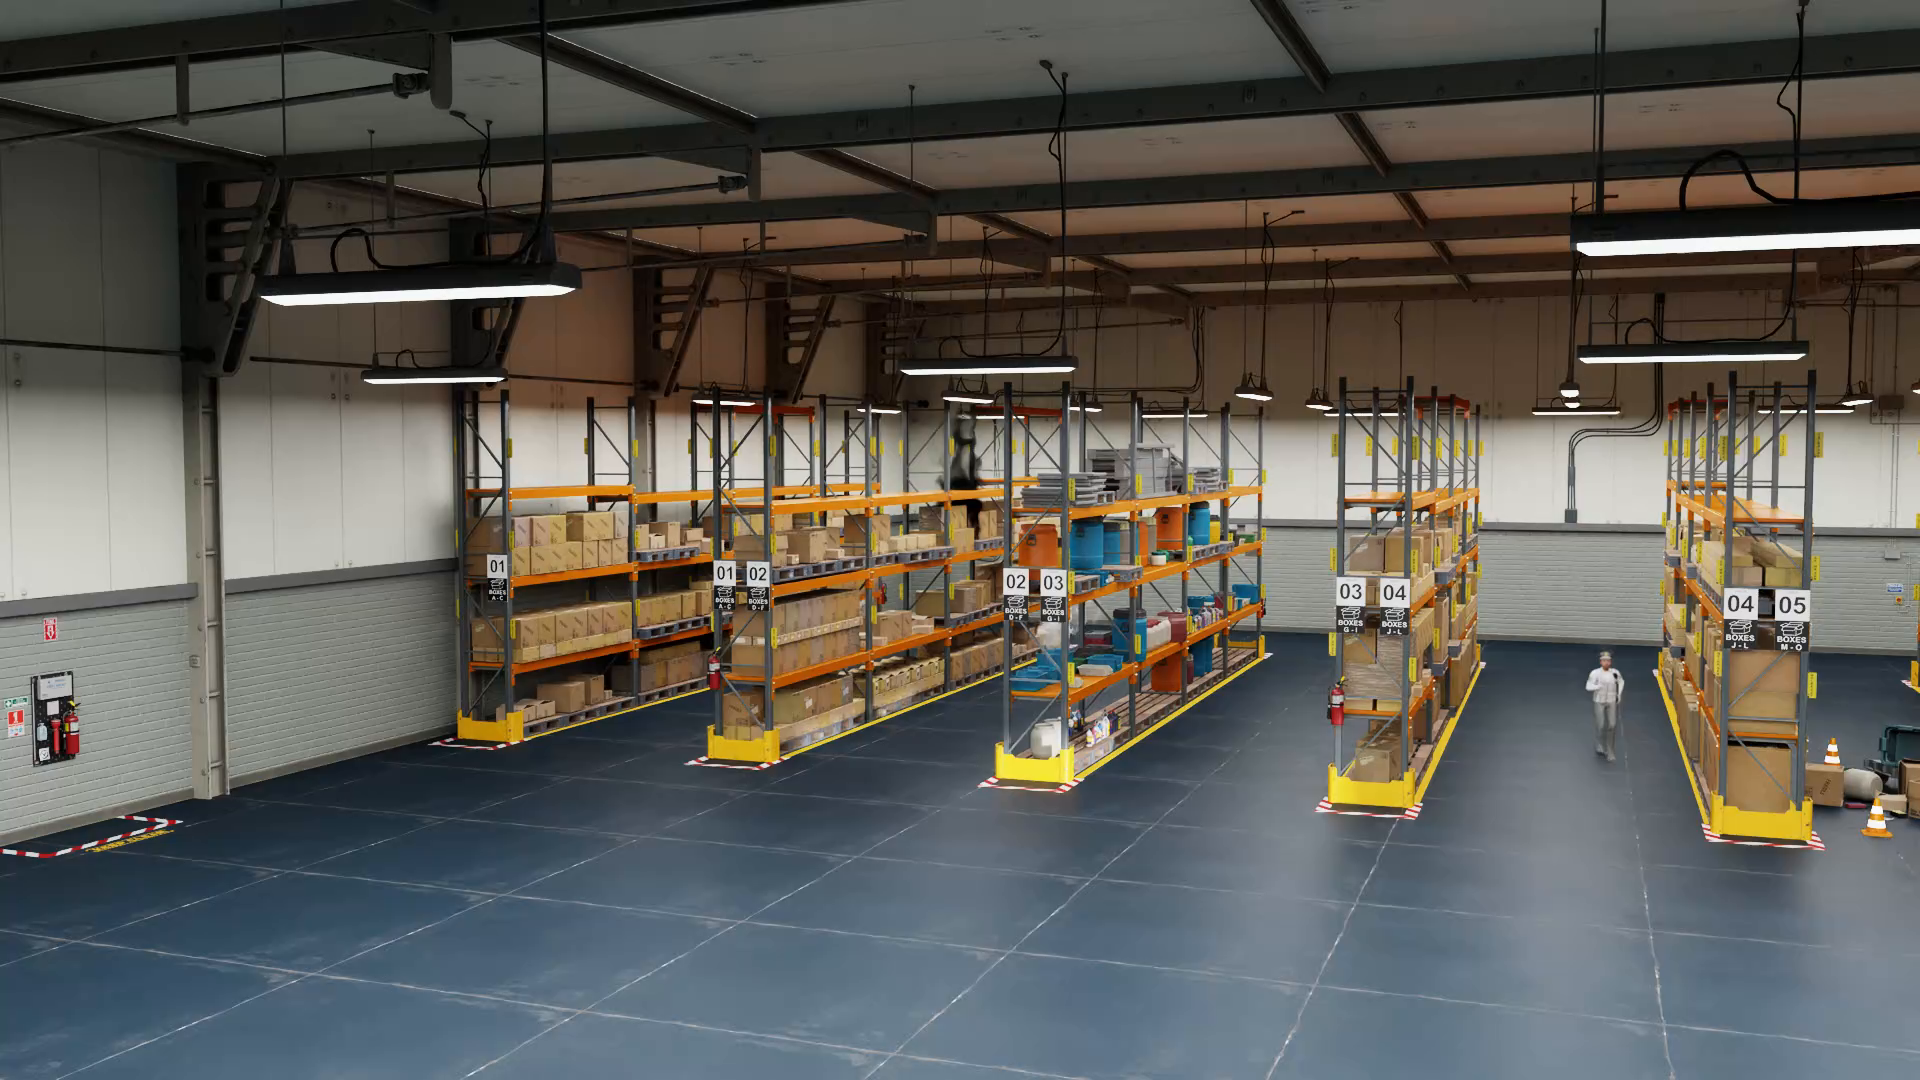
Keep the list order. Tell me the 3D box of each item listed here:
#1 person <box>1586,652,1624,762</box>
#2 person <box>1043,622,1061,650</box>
[{"bbox_3d":[10.432,2.667,26.890,0.600,1.746,0.744,1,3,15],"label":"person"},{"bbox_3d":[1.845,2.106,32.432,0.453,1.736,0.795,1,3,15],"label":"person"}]
